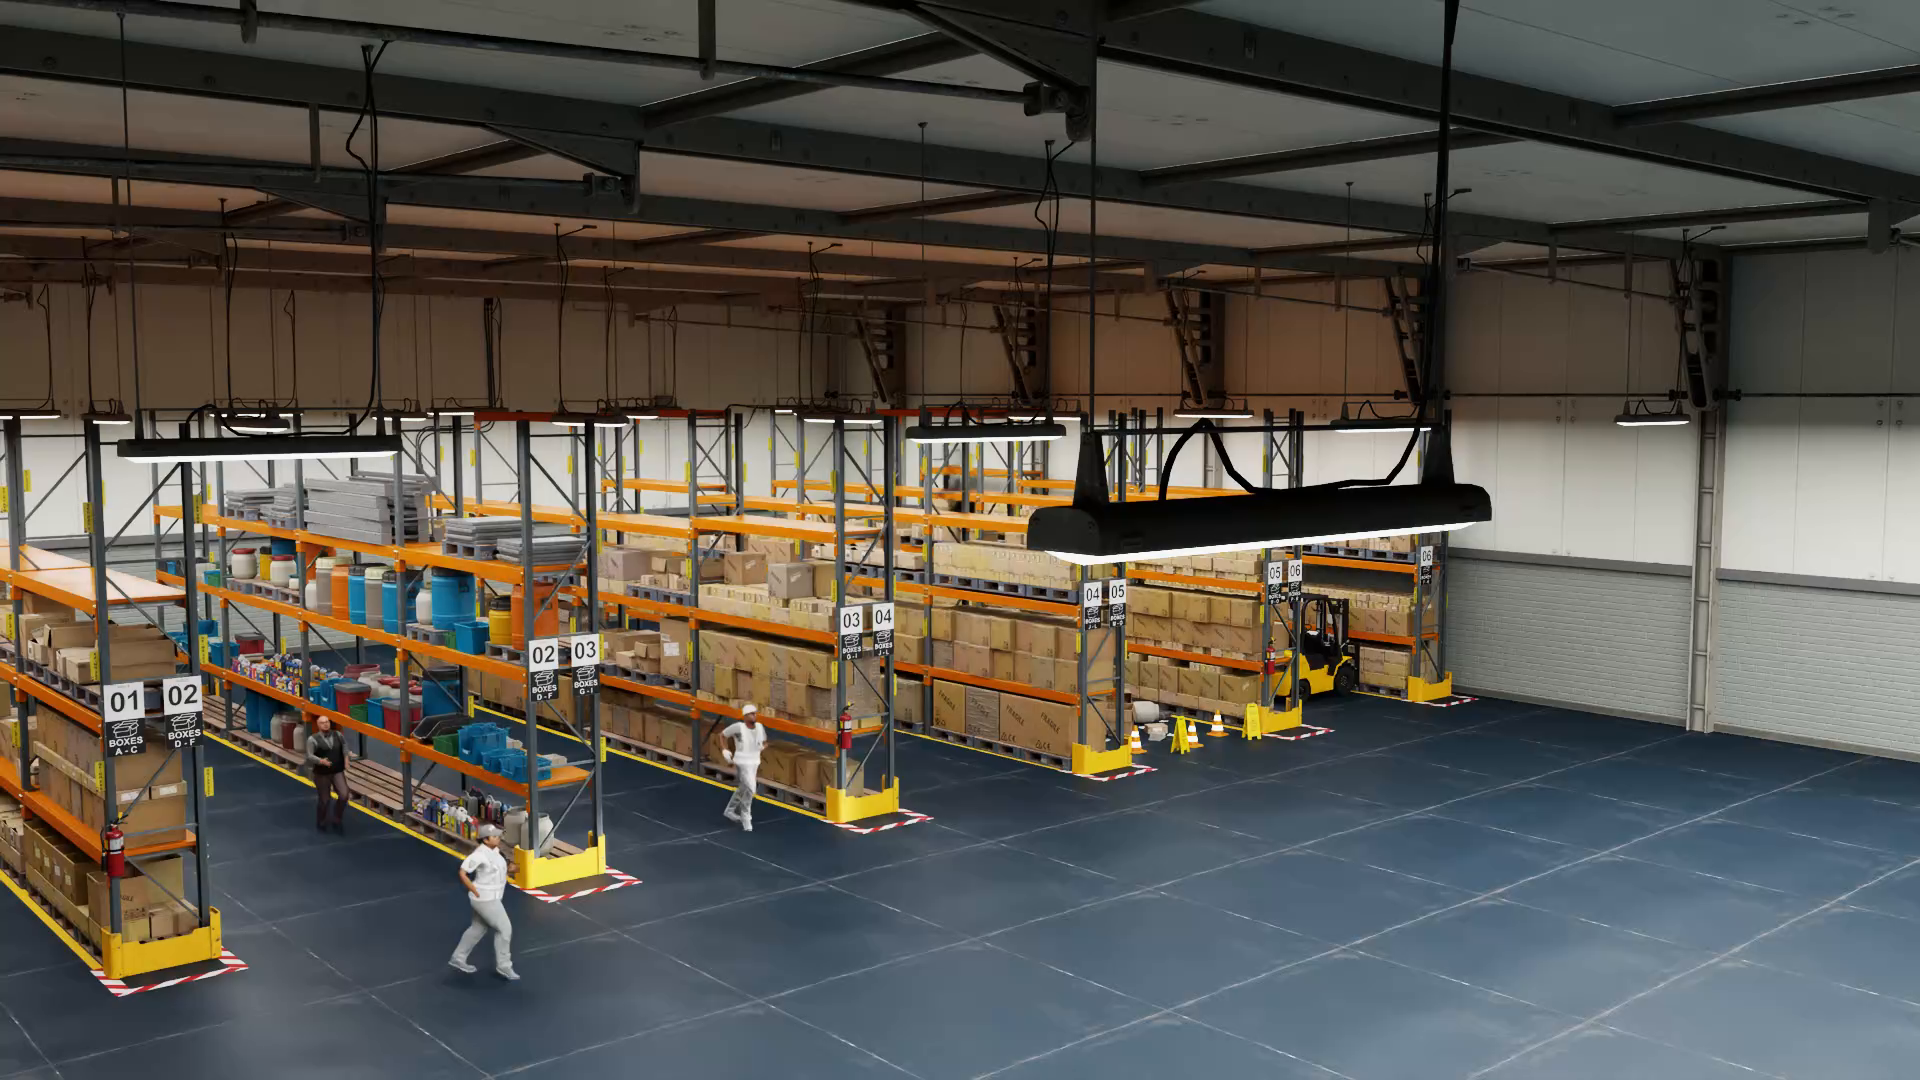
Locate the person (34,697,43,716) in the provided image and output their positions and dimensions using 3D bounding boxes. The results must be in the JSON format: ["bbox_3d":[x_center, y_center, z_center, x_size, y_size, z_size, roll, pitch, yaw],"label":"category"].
[{"bbox_3d":[-17.257,2.837,30.899,0.828,1.587,0.532,4,6,36],"label":"person"}]

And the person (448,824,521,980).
[{"bbox_3d":[-5.172,3.930,18.054,0.775,1.731,0.577,-1,5,-9],"label":"person"}]

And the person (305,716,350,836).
[{"bbox_3d":[-9.089,3.393,23.972,0.662,1.737,0.726,-4,6,-37],"label":"person"}]

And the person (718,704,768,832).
[{"bbox_3d":[-3.155,3.318,24.433,0.722,1.822,0.691,4,6,37],"label":"person"}]
